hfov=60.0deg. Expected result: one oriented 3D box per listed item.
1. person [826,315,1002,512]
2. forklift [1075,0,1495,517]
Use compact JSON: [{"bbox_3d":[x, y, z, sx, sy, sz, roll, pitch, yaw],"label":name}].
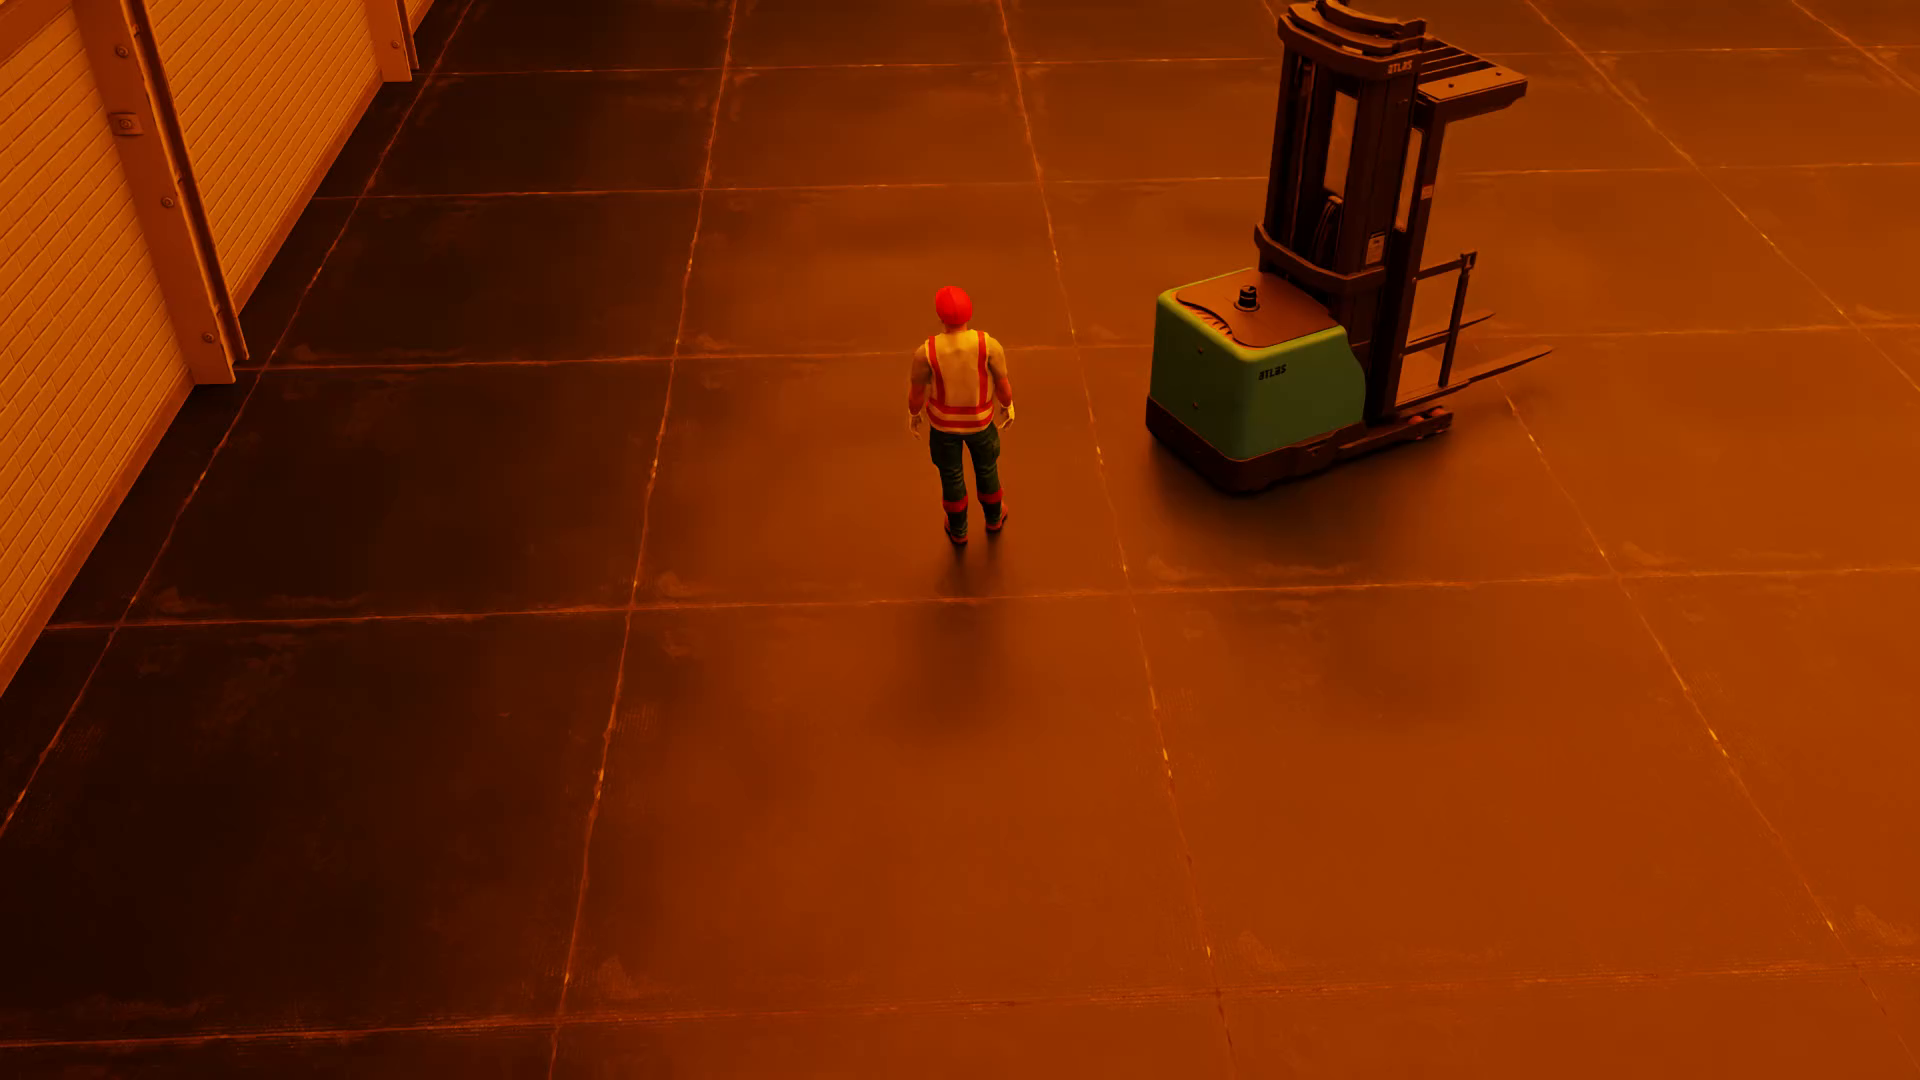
[{"bbox_3d":[-0.258,-0.806,10.299,0.872,1.552,1.101,22,42,27],"label":"person"},{"bbox_3d":[2.315,-1.955,10.695,3.031,2.935,1.130,-18,40,-23],"label":"forklift"}]
